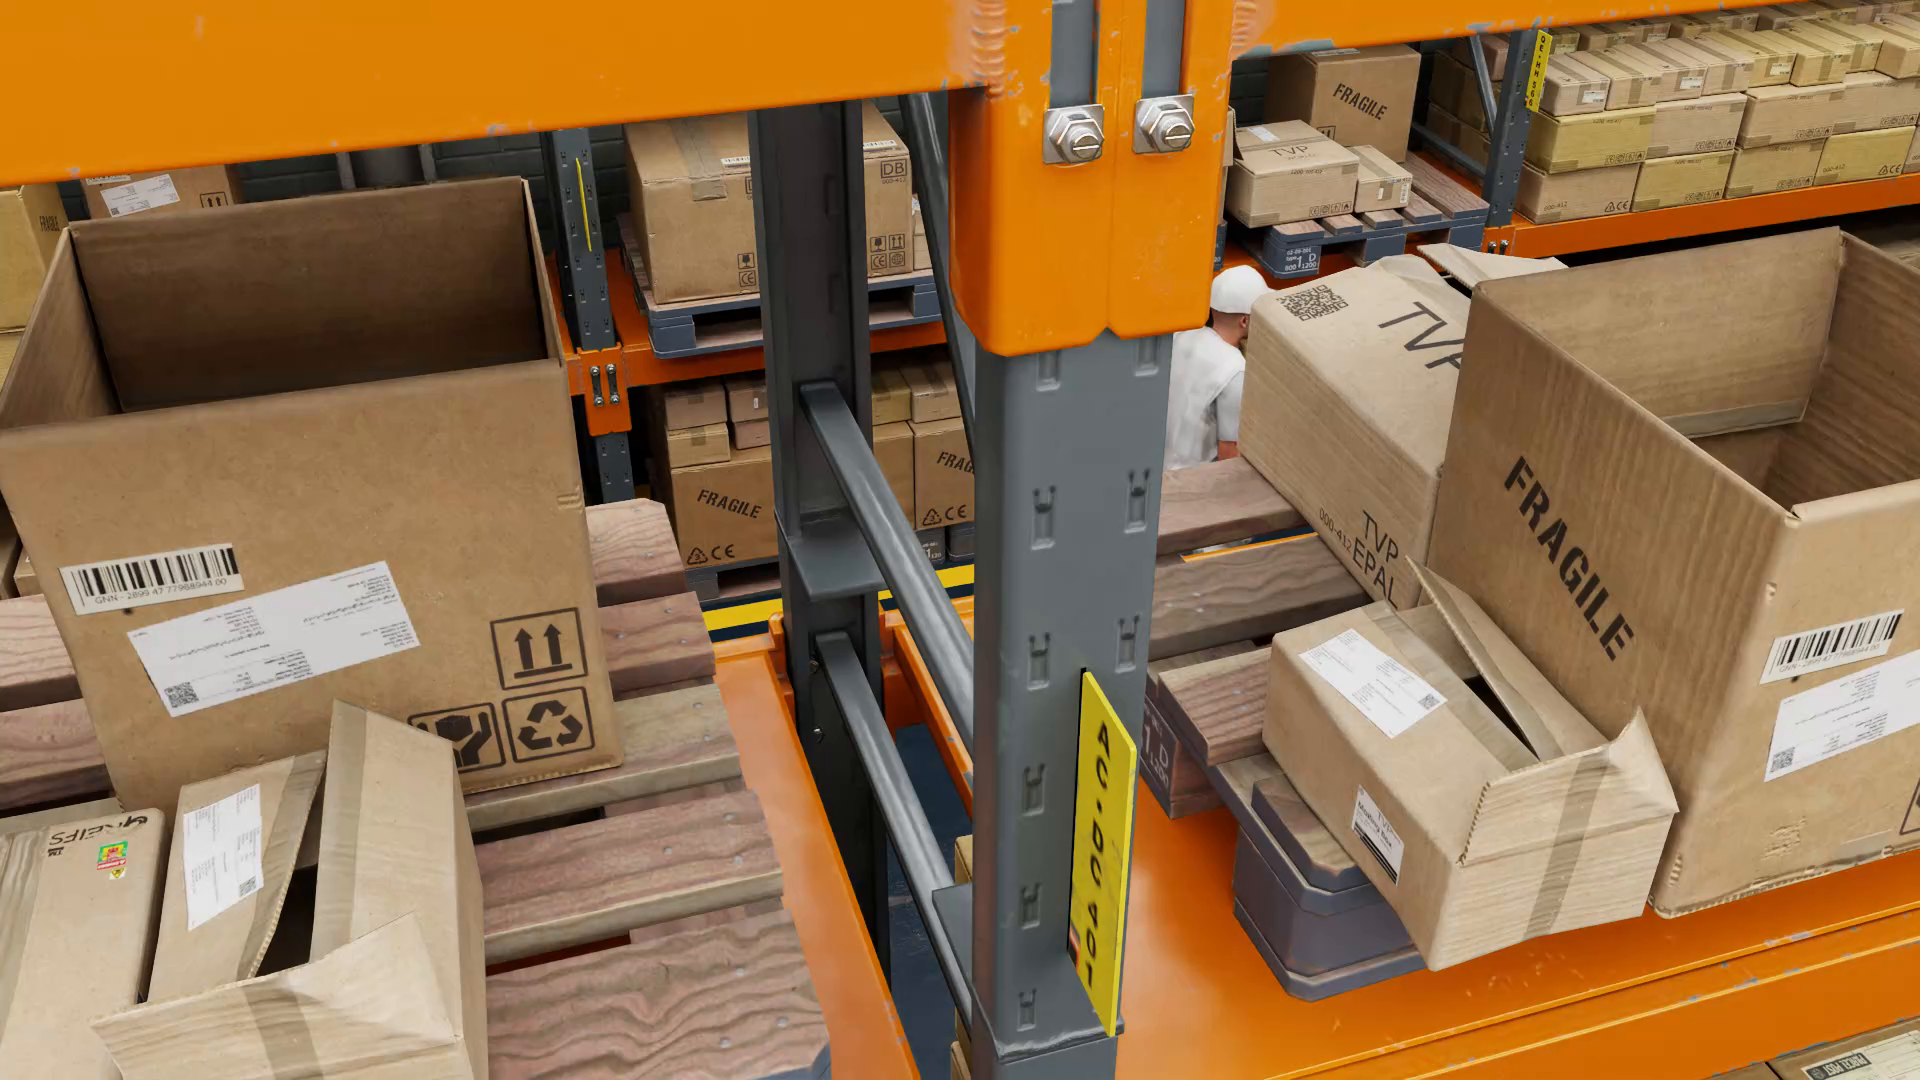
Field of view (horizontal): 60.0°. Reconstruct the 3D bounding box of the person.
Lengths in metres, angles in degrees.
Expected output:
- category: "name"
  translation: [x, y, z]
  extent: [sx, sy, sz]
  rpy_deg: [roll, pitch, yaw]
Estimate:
- category: "person"
  translation: [0.967, -0.215, 6.451]
  extent: [0.450, 1.778, 0.604]
  rpy_deg: [-12, 35, -17]
